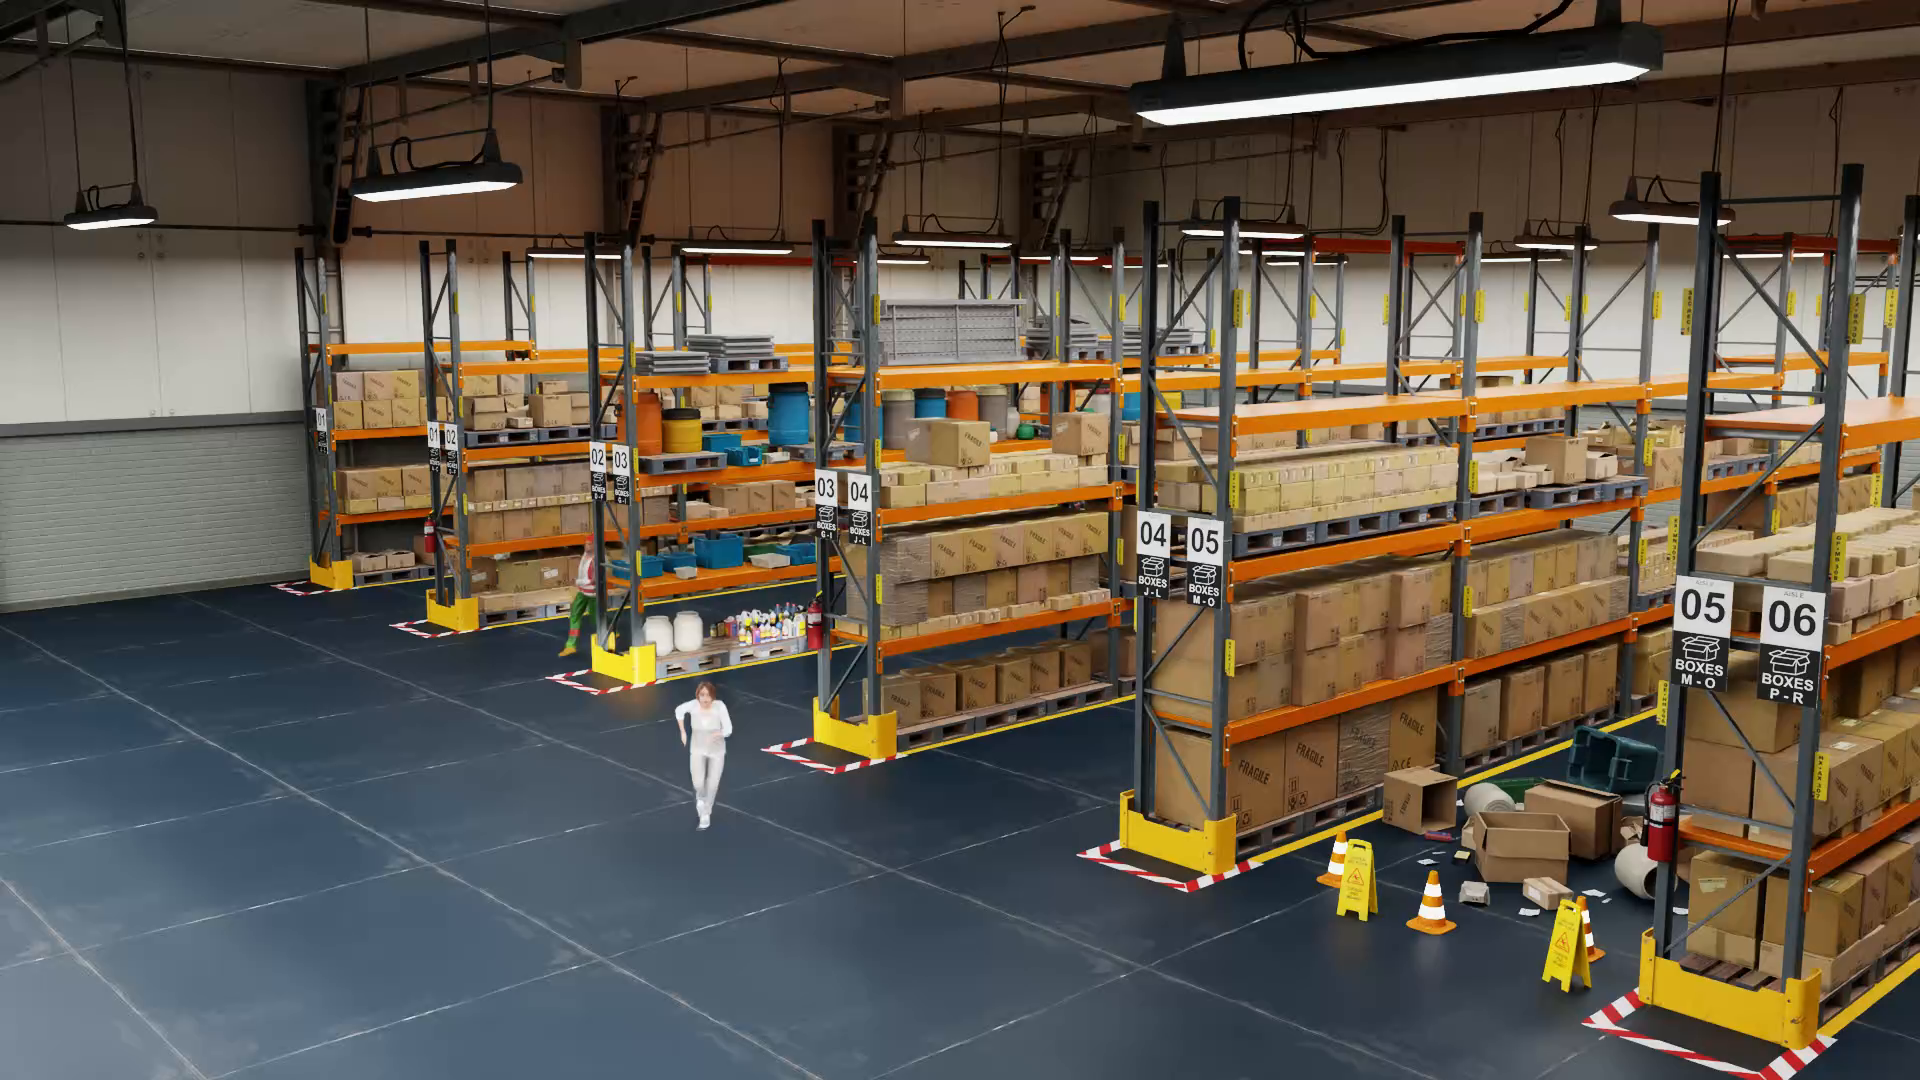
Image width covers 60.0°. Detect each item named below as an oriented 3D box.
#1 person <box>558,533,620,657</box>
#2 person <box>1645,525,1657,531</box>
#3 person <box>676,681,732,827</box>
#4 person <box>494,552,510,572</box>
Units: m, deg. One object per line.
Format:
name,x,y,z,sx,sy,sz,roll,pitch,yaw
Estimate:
person,-5.284,0.774,23.917,0.707,1.771,1.002,7,11,41
person,10.716,0.588,25.815,0.659,1.626,0.593,-5,10,-31
person,-2.458,2.079,16.018,0.525,1.525,0.724,-2,9,-11
person,-7.923,0.076,28.804,0.640,1.794,0.715,8,11,42
